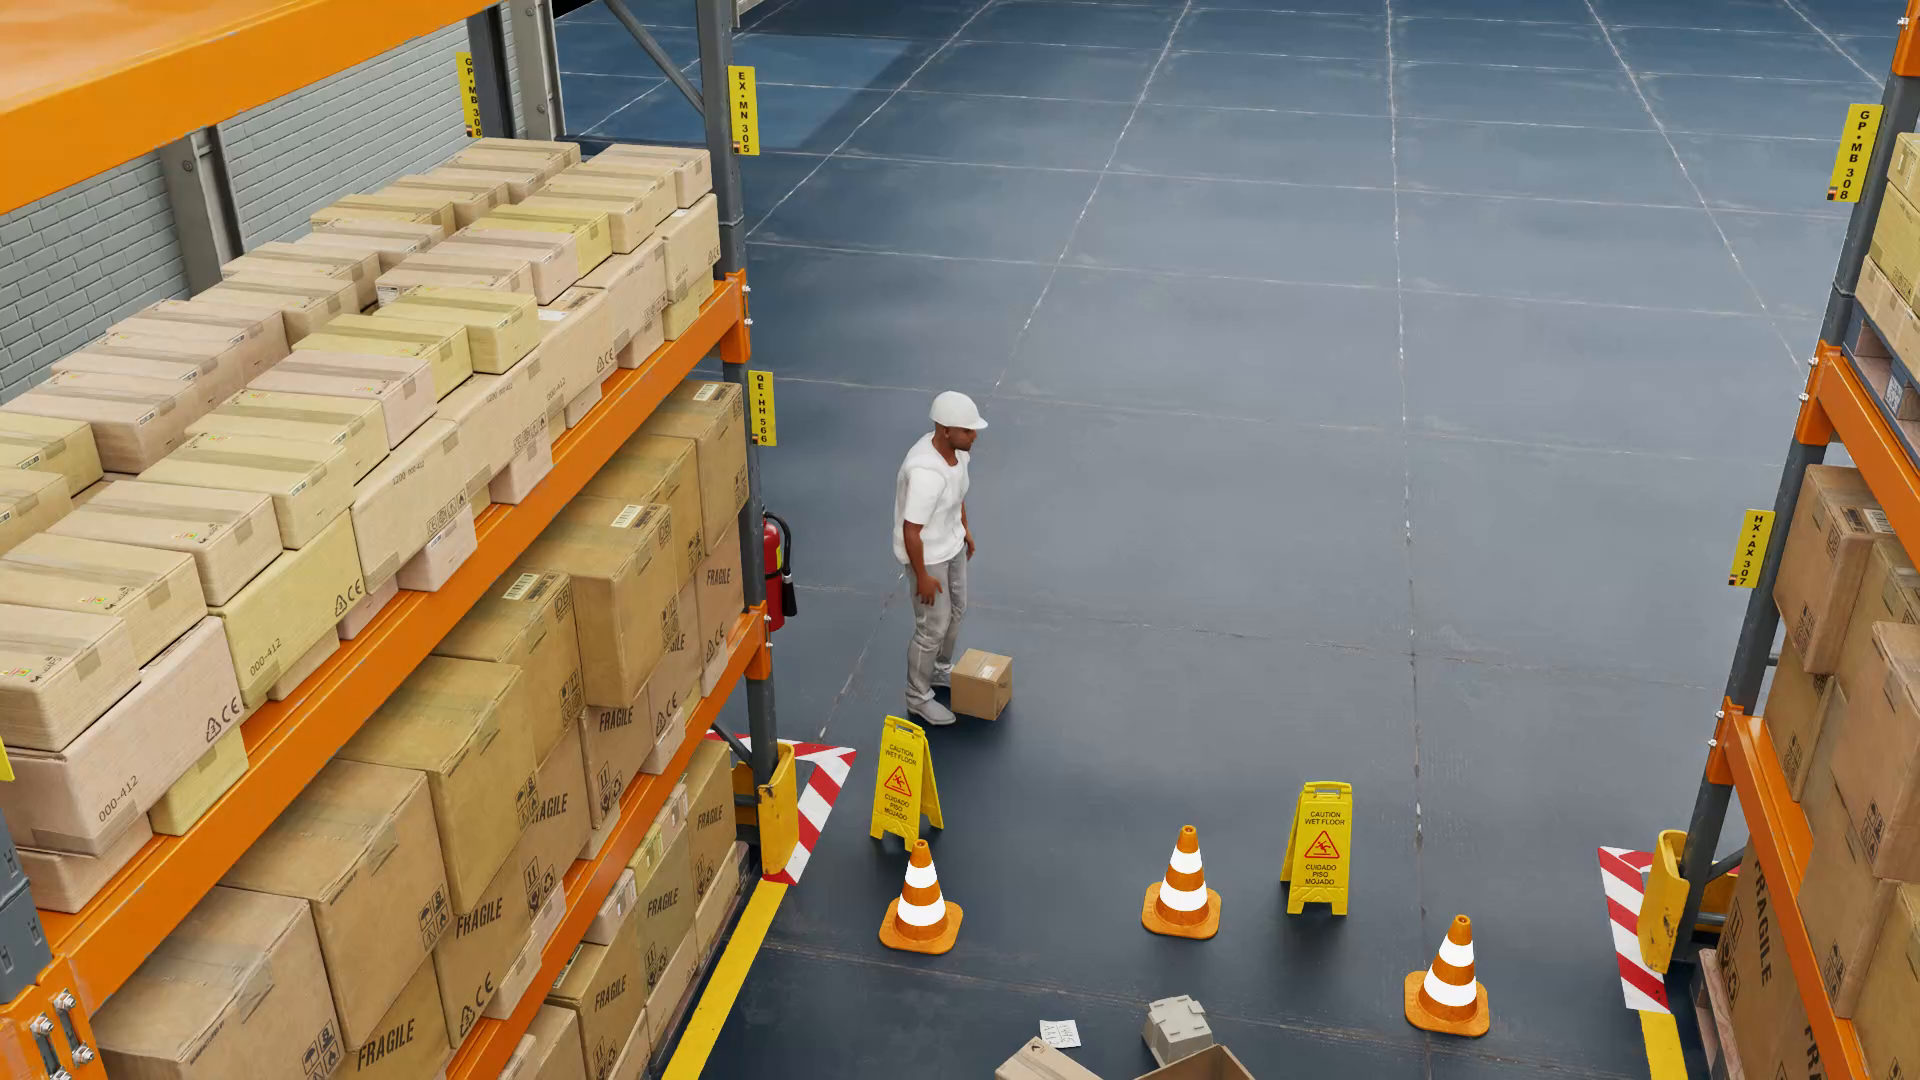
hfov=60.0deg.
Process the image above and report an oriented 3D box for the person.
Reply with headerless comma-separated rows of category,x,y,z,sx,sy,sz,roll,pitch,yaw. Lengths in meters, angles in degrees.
person,-0.093,0.061,8.490,0.460,1.761,0.637,11,31,19
